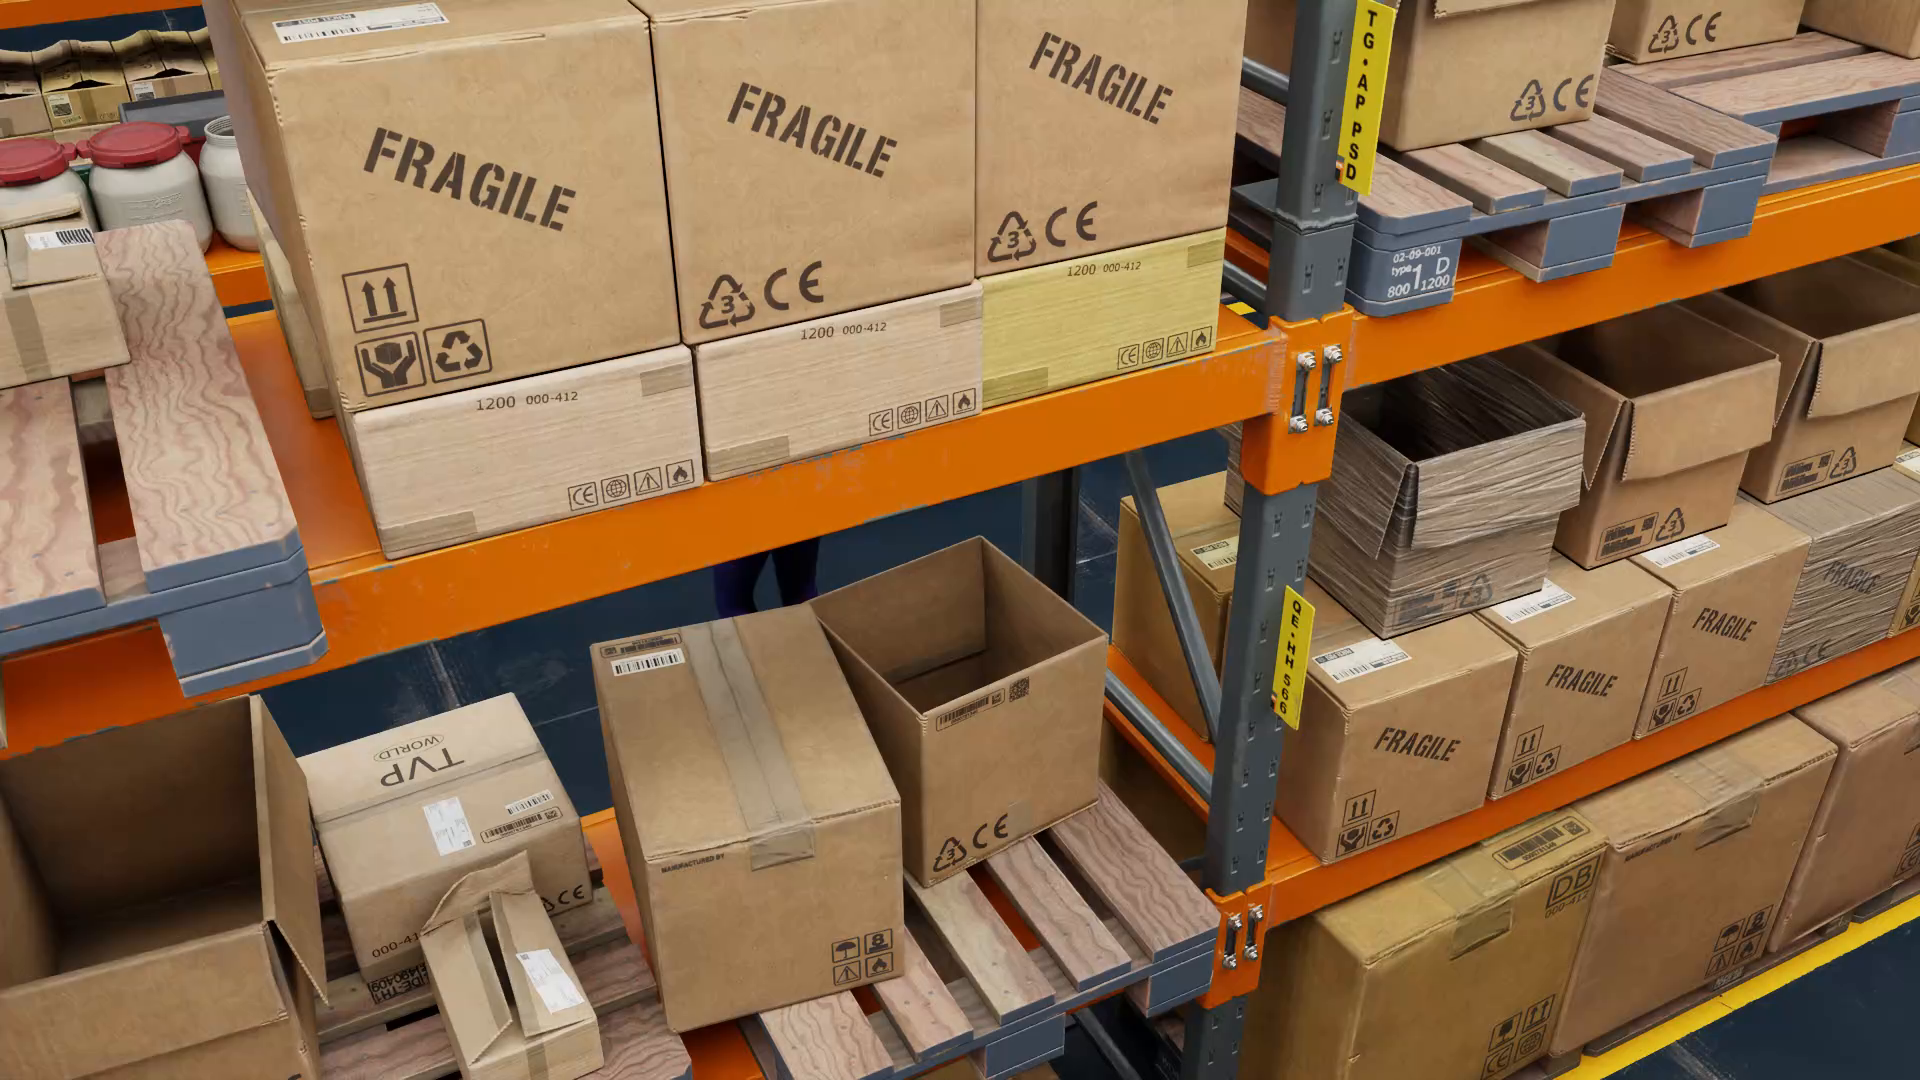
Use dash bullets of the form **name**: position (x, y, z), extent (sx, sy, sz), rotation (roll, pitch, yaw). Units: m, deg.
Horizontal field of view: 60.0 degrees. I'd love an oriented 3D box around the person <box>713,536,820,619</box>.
- **person**: position (-0.752, 0.002, 6.345), extent (0.451, 1.432, 0.362), rotation (-16, 36, -23)
